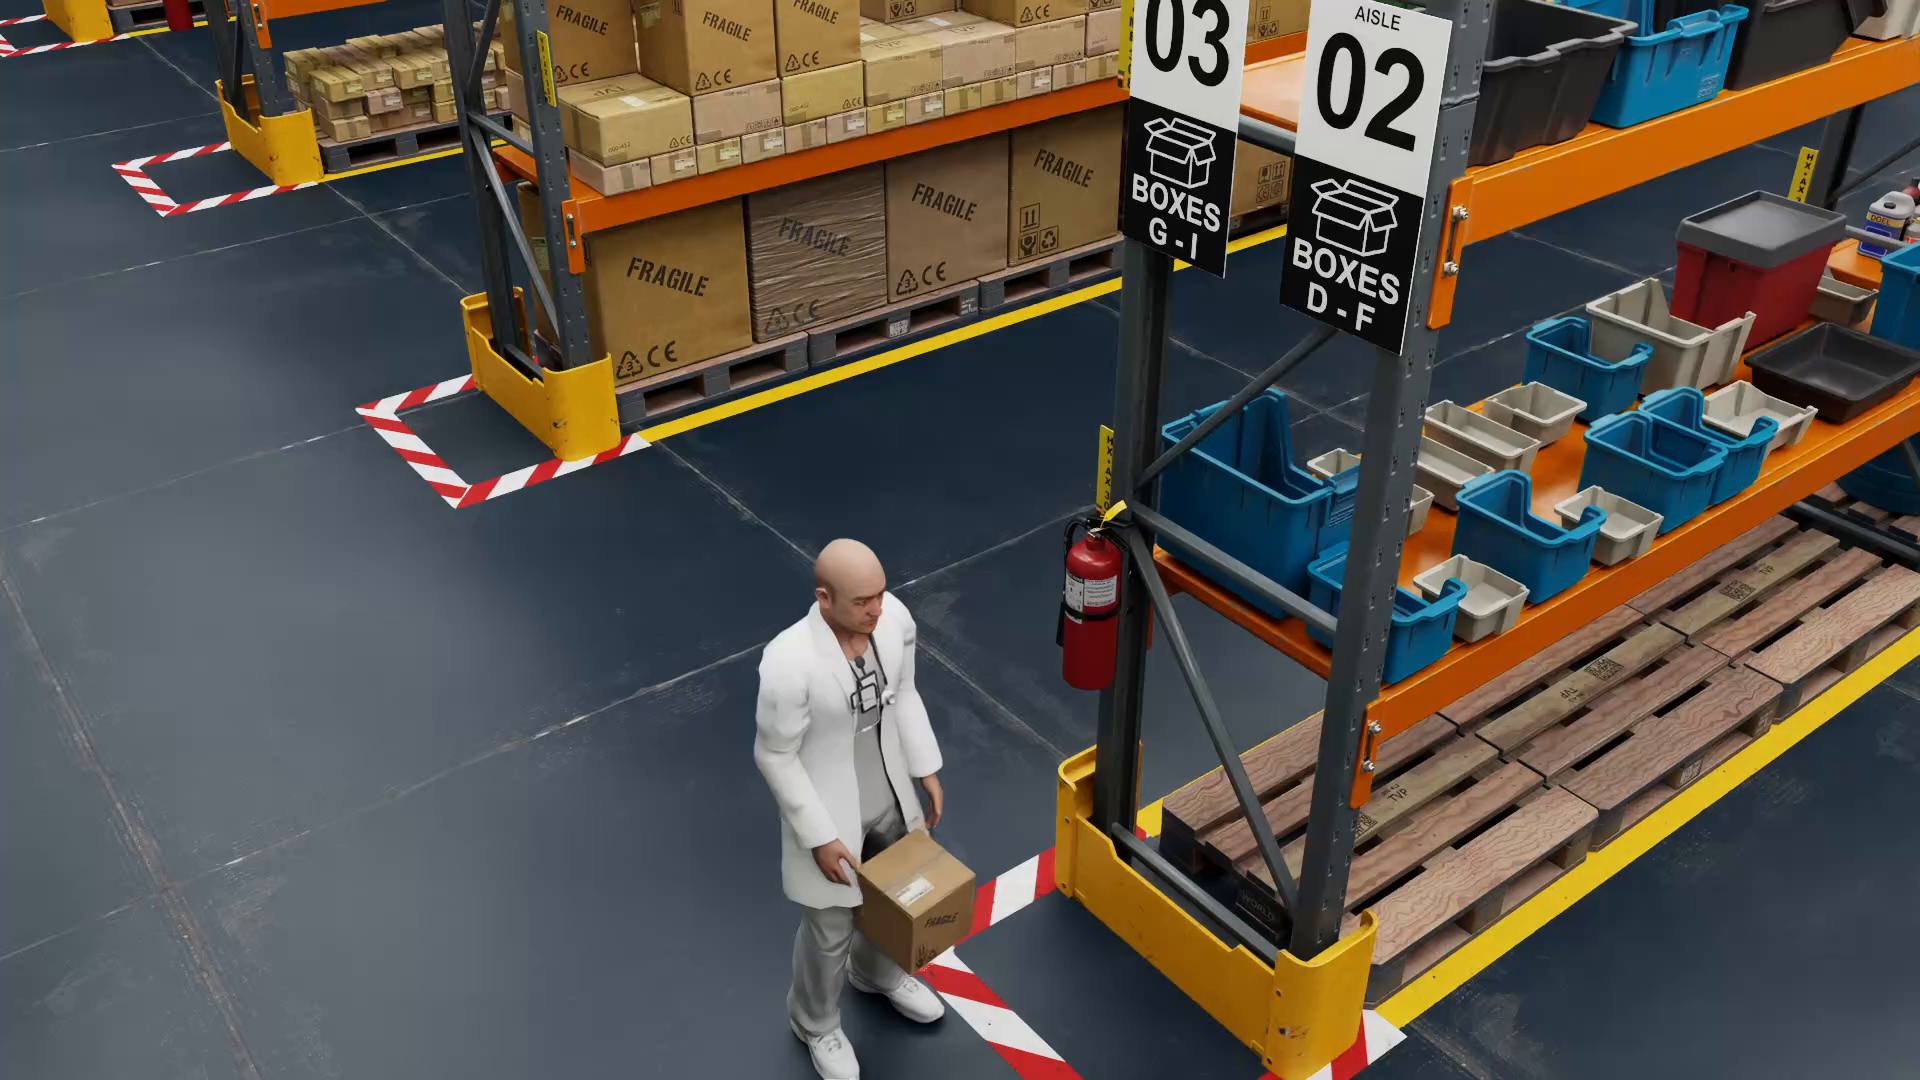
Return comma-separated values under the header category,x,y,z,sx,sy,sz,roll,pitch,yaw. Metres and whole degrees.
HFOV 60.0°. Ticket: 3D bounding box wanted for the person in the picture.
category,x,y,z,sx,sy,sz,roll,pitch,yaw
person,-0.311,0.773,4.896,0.424,1.779,0.586,28,41,37
